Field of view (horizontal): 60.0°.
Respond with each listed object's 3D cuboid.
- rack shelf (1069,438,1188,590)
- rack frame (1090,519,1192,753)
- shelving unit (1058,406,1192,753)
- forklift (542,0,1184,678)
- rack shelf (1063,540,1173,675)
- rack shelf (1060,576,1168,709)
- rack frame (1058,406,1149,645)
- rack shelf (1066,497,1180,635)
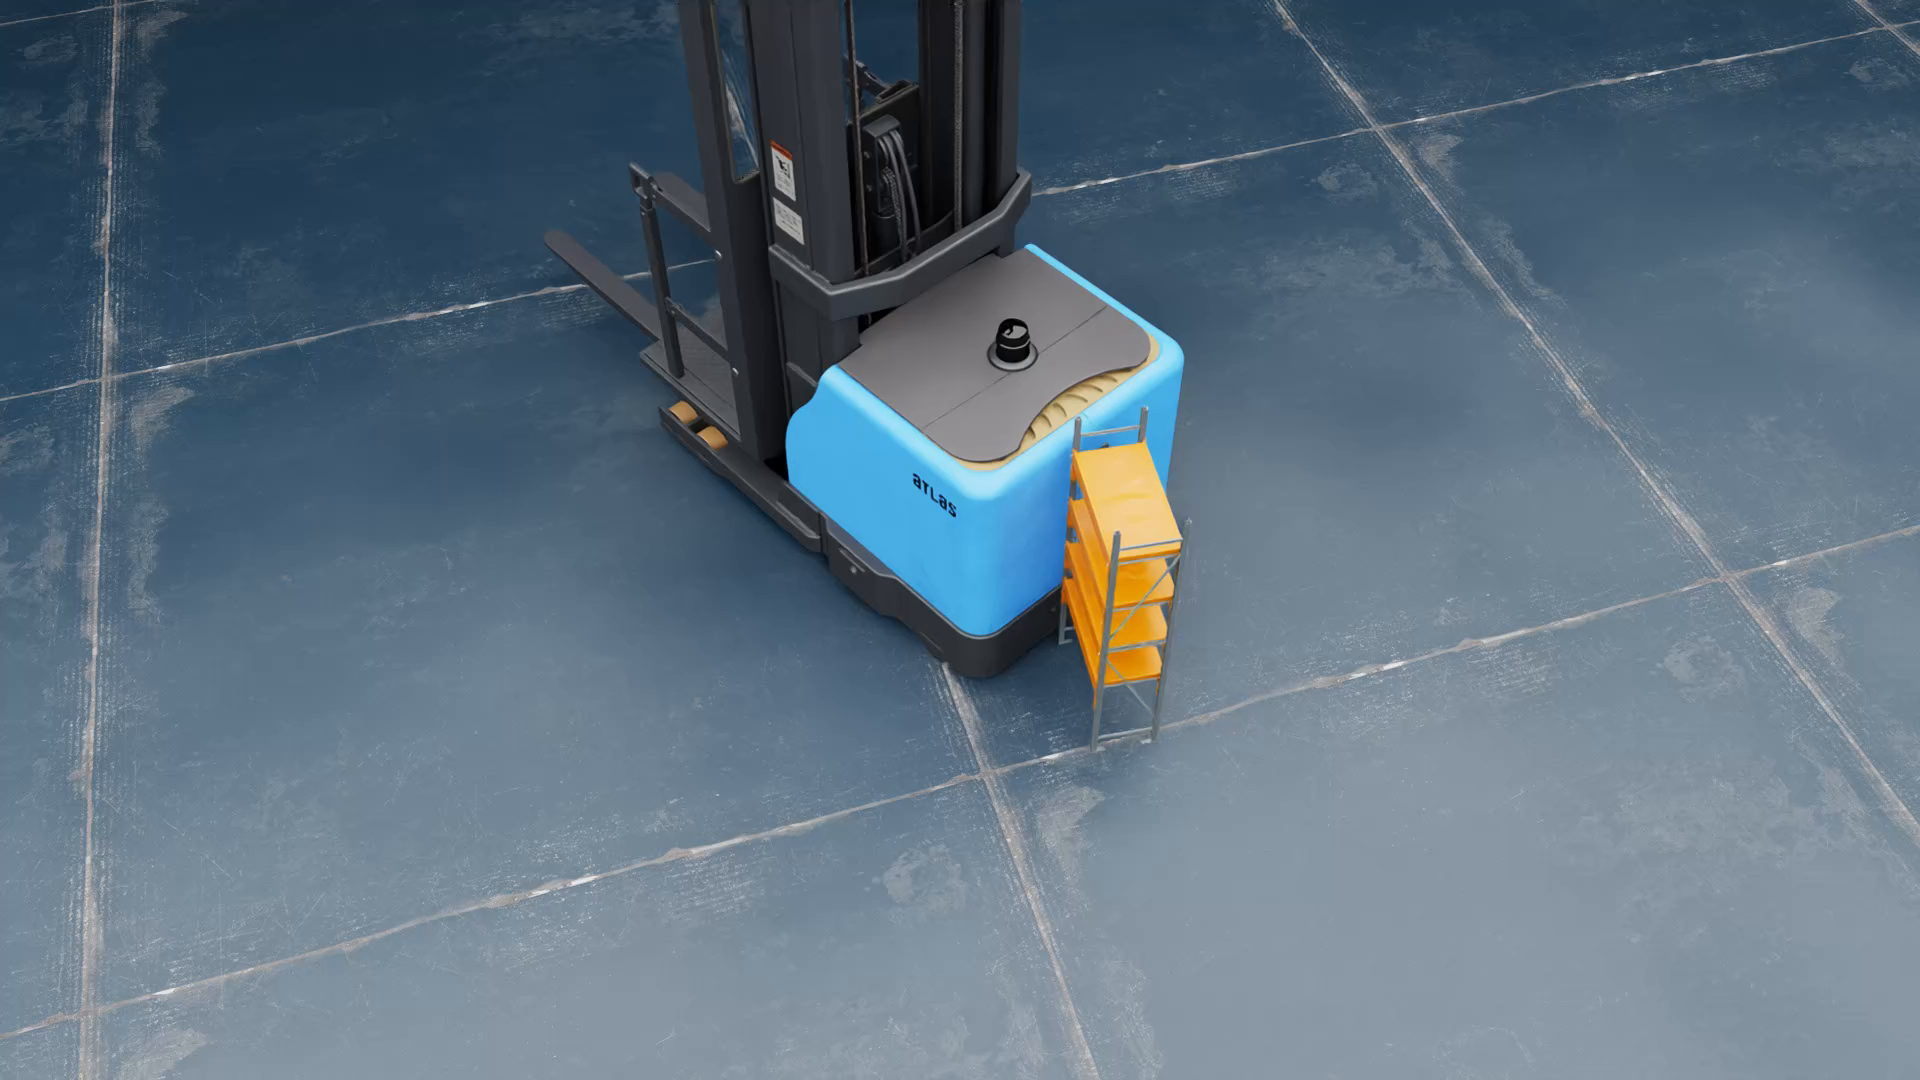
[{"bbox_3d":[0.533,-0.089,5.316,0.258,0.148,0.480,-9,50,-7],"label":"rack shelf"},{"bbox_3d":[0.581,0.347,5.462,0.240,1.200,0.015,-9,50,-7],"label":"rack frame"},{"bbox_3d":[0.533,0.164,5.616,0.258,1.200,0.503,-9,50,-7],"label":"shelving unit"},{"bbox_3d":[-0.583,-1.484,5.873,1.130,2.935,3.031,-35,58,-26],"label":"forklift"},{"bbox_3d":[0.533,0.208,5.668,0.258,0.148,0.480,-9,50,-7],"label":"rack shelf"},{"bbox_3d":[0.533,0.336,5.820,0.258,0.148,0.480,-9,50,-7],"label":"rack shelf"},{"bbox_3d":[0.485,-0.018,5.770,0.240,1.200,0.015,-9,50,-7],"label":"rack frame"},{"bbox_3d":[0.533,0.064,5.497,0.258,0.148,0.480,-9,50,-7],"label":"rack shelf"}]
